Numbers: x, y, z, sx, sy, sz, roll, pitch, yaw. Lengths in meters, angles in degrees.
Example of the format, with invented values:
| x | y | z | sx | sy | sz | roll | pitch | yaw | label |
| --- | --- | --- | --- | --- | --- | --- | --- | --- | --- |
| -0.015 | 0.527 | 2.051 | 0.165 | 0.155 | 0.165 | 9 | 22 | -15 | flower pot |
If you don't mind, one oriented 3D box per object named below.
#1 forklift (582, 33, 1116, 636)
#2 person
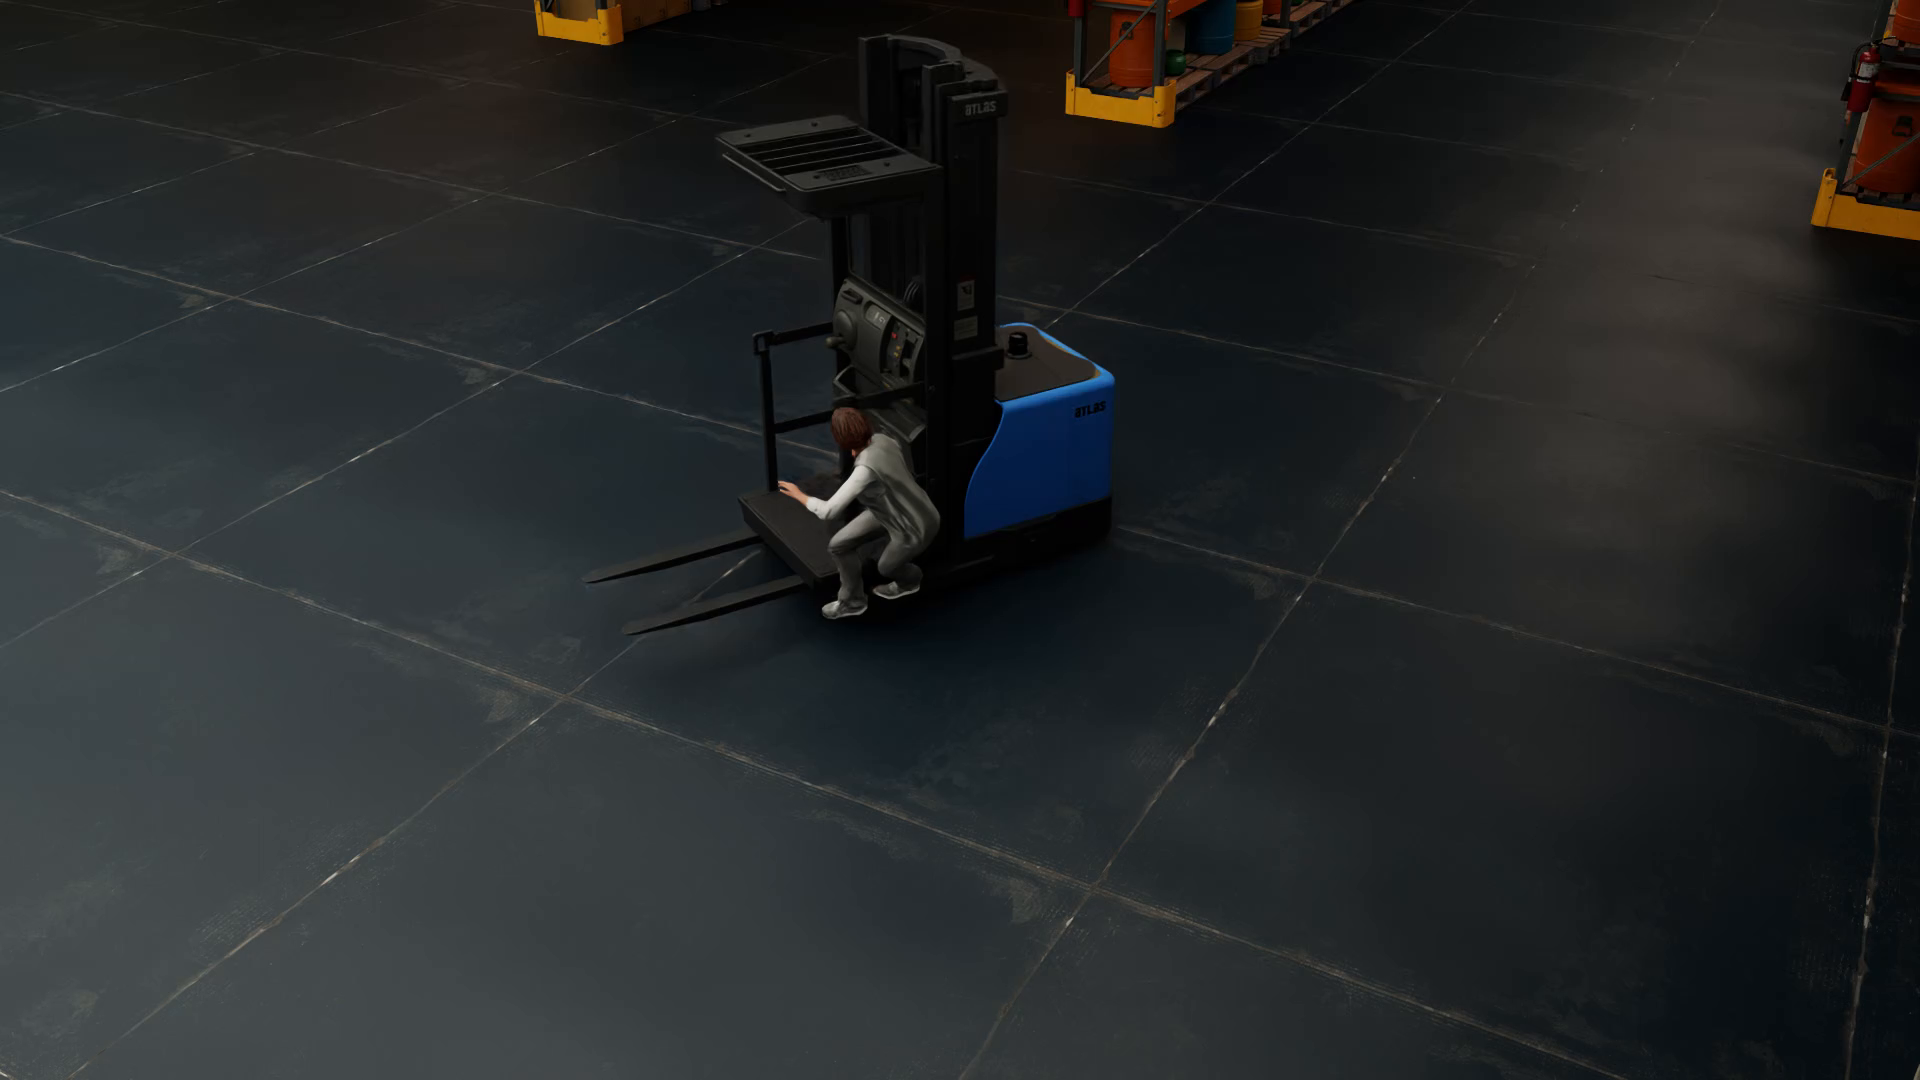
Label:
| x | y | z | sx | sy | sz | roll | pitch | yaw | label |
| --- | --- | --- | --- | --- | --- | --- | --- | --- | --- |
| -0.622 | -1.109 | 8.993 | 3.031 | 2.935 | 1.130 | -17 | 34 | -26 | forklift |
| -0.529 | -0.126 | 8.564 | 0.819 | 1.359 | 0.848 | -6 | 31 | -10 | person |
